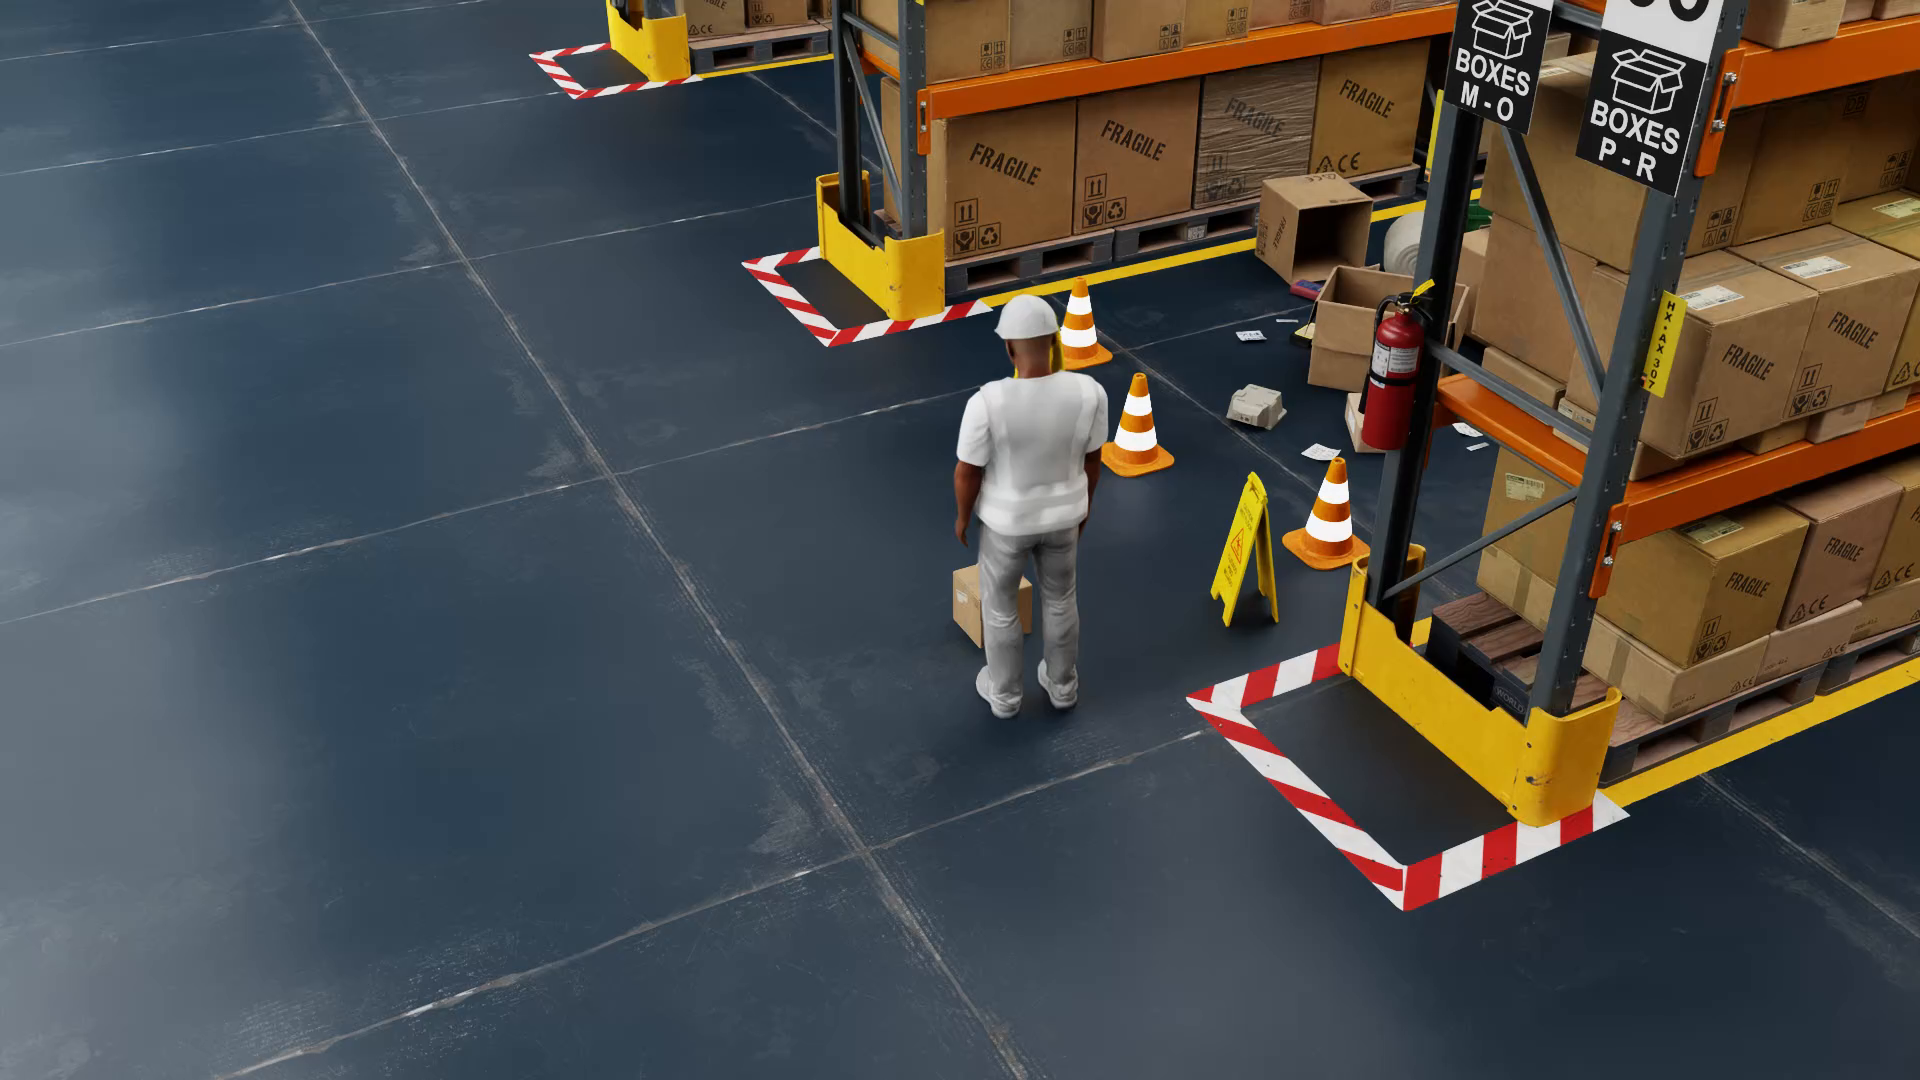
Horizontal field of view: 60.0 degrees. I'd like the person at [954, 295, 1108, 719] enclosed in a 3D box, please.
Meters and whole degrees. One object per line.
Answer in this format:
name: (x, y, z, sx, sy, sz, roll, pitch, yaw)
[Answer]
person: (0.253, -0.102, 6.282, 0.568, 1.761, 0.368, -8, 34, -12)
